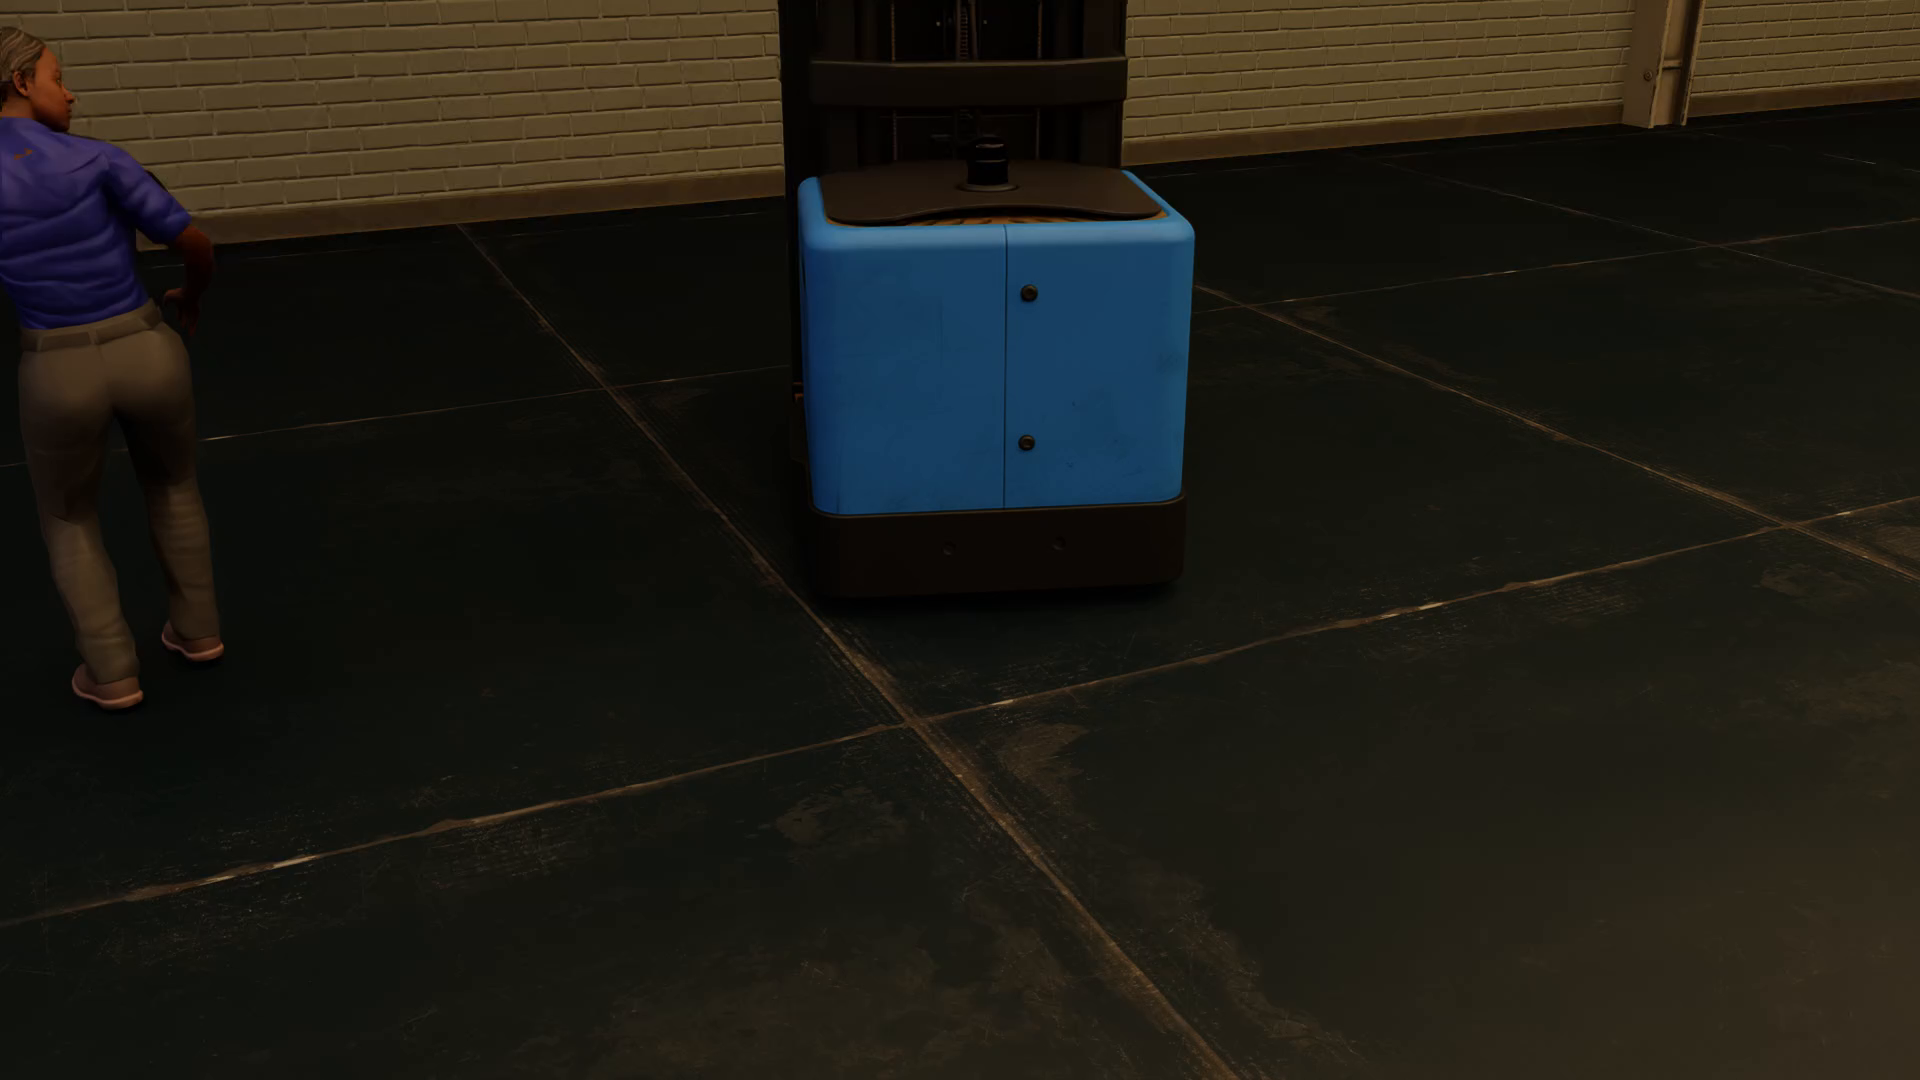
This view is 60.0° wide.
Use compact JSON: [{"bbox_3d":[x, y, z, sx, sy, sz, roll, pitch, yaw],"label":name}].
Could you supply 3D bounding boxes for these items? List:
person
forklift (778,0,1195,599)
[{"bbox_3d":[-2.106,-0.389,3.978,0.669,1.612,0.468,-12,25,-26],"label":"person"},{"bbox_3d":[-0.052,-1.722,5.432,1.130,2.935,3.031,-3,23,-6],"label":"forklift"}]
